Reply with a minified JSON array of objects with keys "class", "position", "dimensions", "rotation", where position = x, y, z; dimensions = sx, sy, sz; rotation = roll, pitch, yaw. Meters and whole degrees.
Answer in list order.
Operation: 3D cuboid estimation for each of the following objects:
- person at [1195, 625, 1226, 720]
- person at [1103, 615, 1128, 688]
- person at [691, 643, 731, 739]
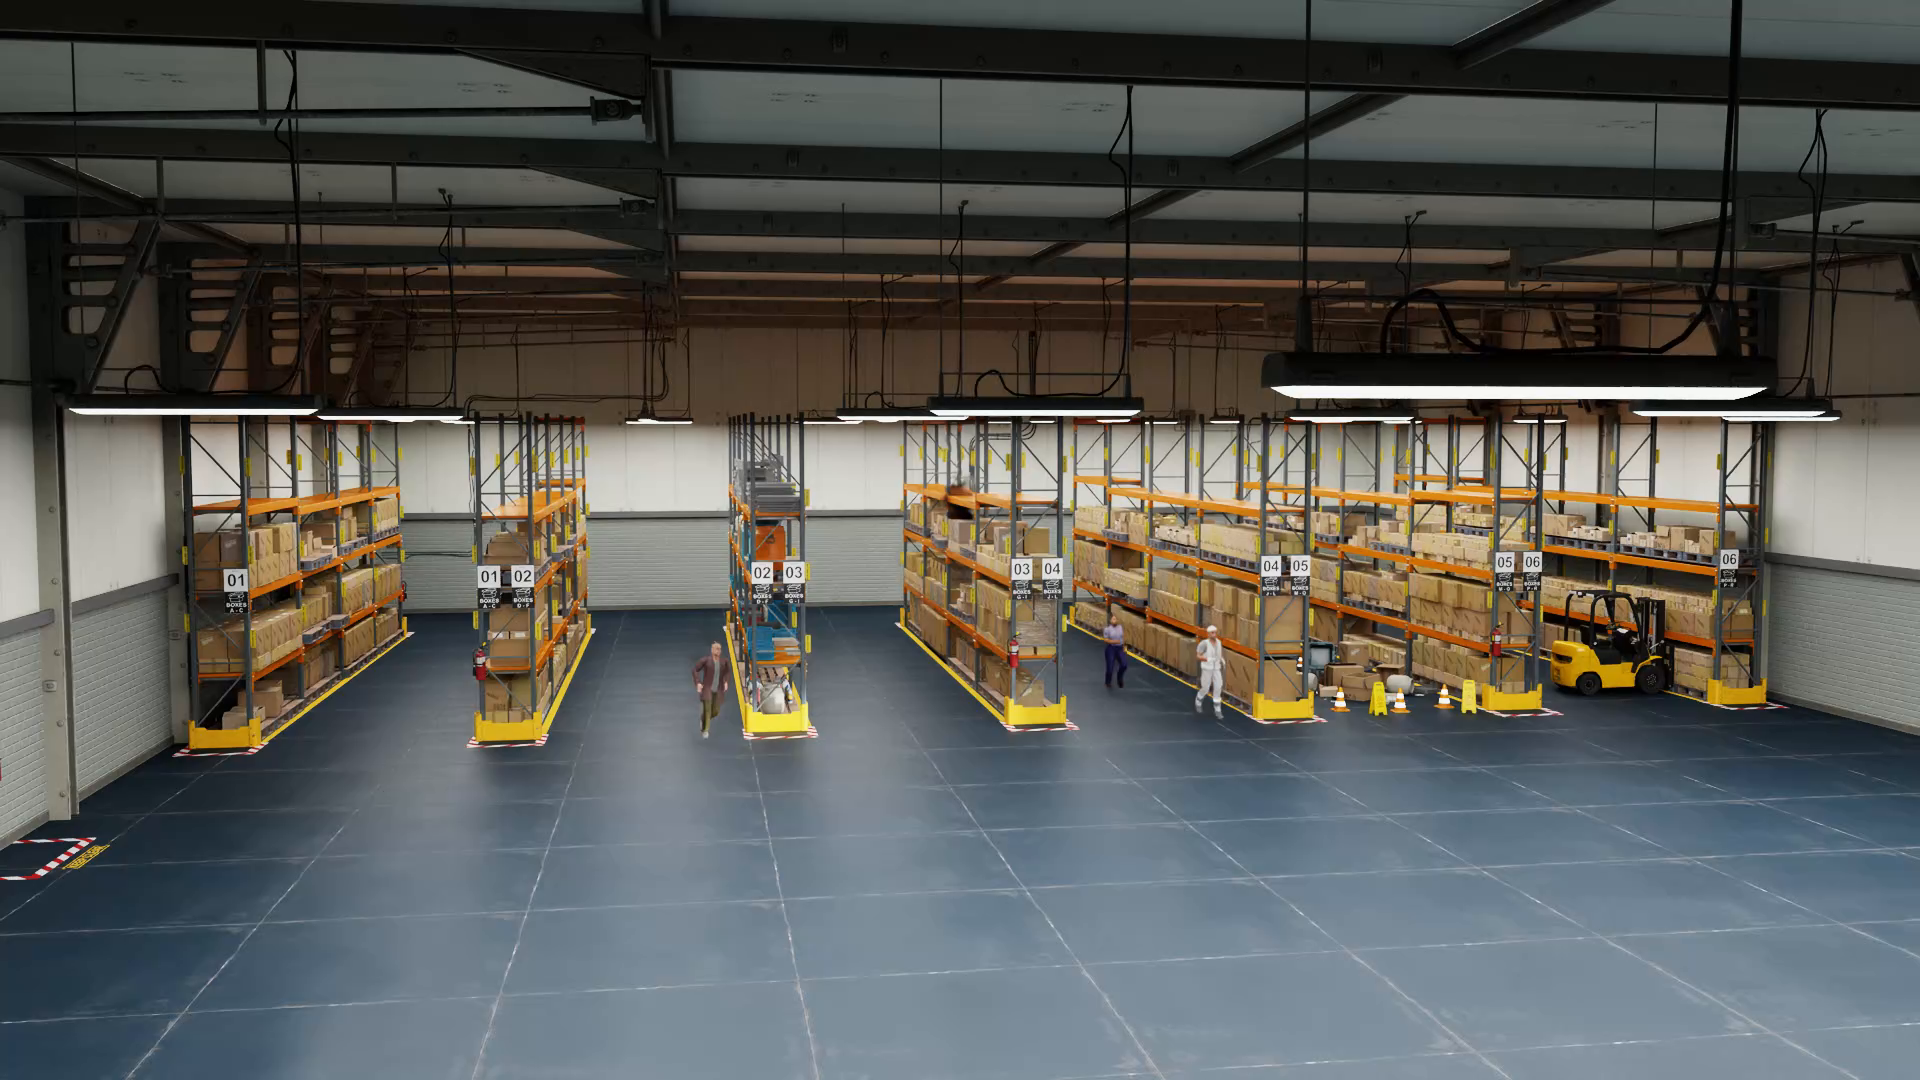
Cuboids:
[{"class":"person","position":[4.954,2.587,32.867],"dimensions":[0.684,1.819,0.864],"rotation":[-2,4,-21]},{"class":"person","position":[3.399,2.441,36.265],"dimensions":[0.601,1.623,0.648],"rotation":[-1,4,-20]},{"class":"person","position":[-4.605,2.779,30.898],"dimensions":[0.764,1.735,0.700],"rotation":[-2,4,-27]}]
